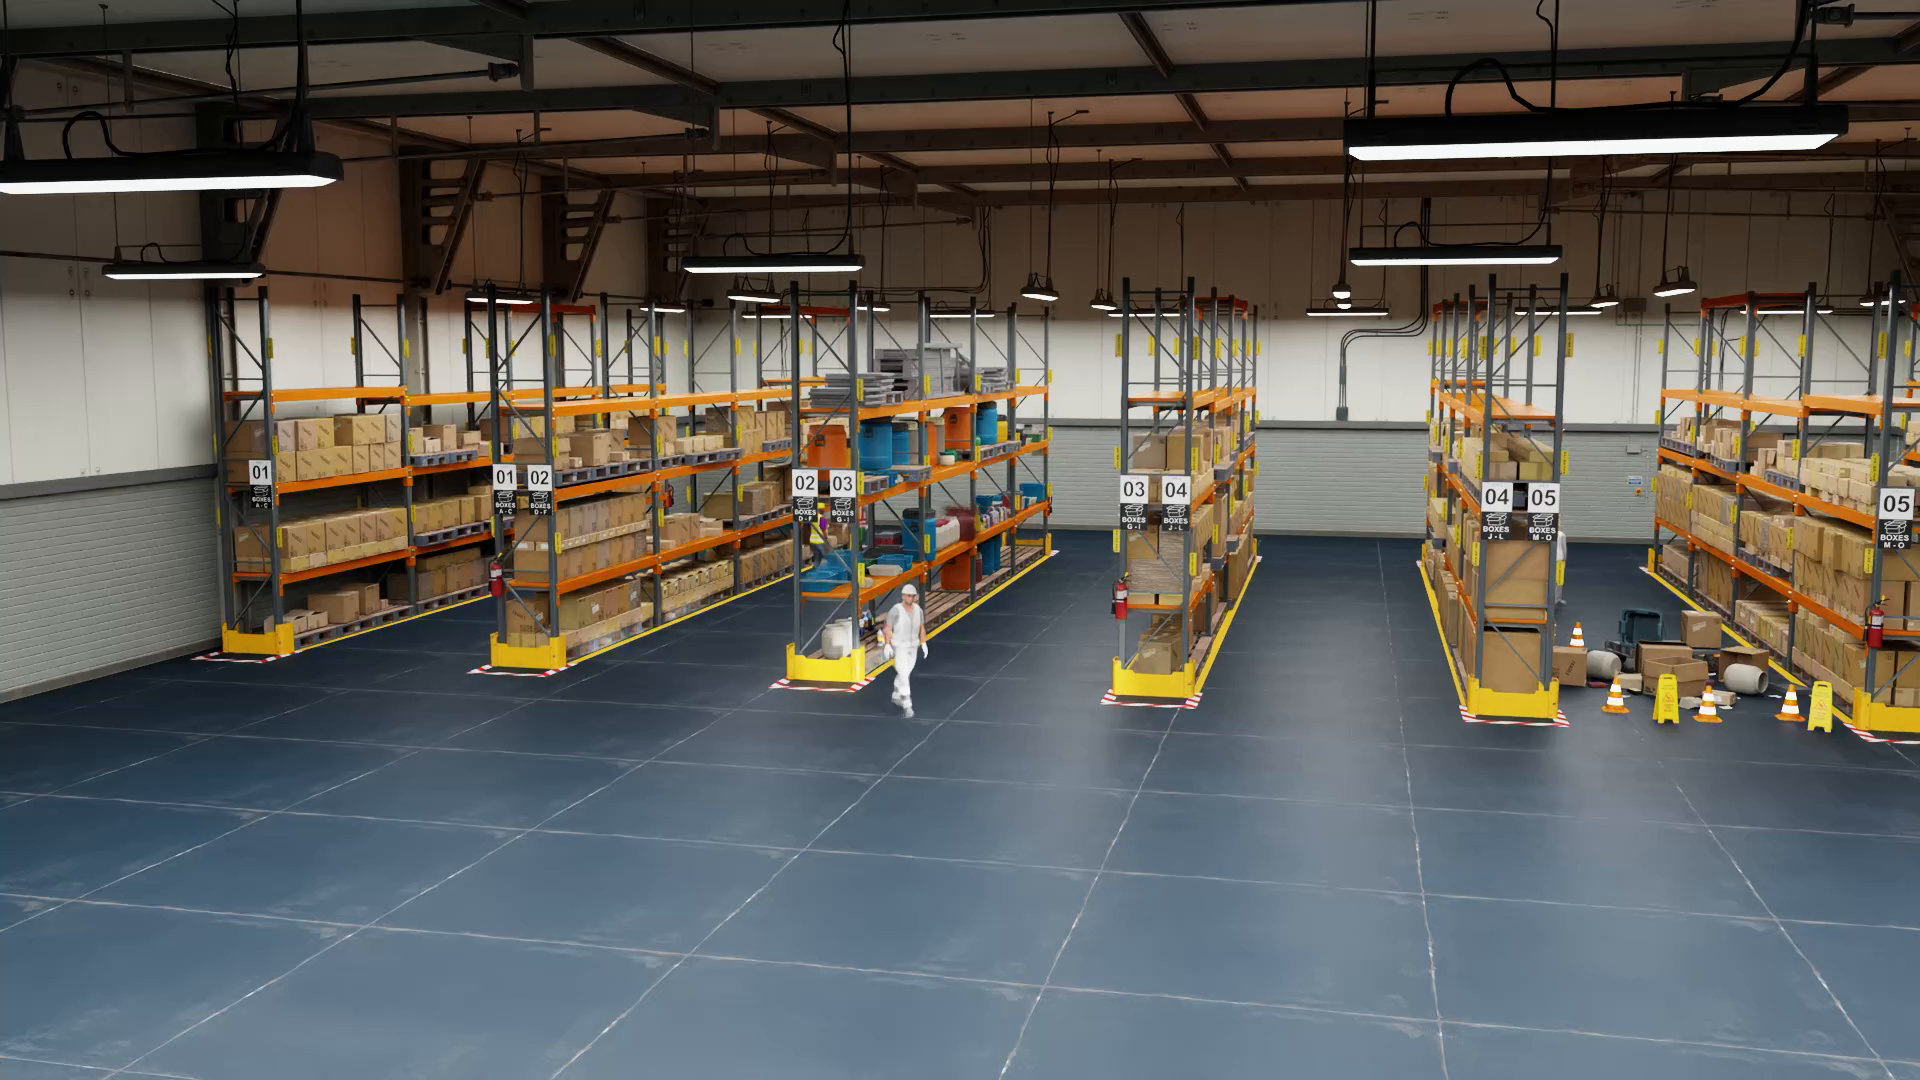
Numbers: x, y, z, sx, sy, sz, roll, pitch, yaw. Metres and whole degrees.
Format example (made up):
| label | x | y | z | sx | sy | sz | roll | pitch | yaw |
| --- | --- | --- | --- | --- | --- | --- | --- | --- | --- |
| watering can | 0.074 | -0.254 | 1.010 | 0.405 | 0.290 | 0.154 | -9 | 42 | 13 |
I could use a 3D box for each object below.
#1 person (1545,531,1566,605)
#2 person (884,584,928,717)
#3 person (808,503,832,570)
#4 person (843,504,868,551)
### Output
| label | x | y | z | sx | sy | sz | roll | pitch | yaw |
| --- | --- | --- | --- | --- | --- | --- | --- | --- | --- |
| person | 11.539 | 0.407 | 32.432 | 0.566 | 1.772 | 0.537 | 1 | 7 | 12 |
| person | -0.726 | 1.484 | 22.962 | 0.563 | 1.760 | 0.894 | -5 | 8 | -37 |
| person | -3.010 | 0.073 | 35.312 | 0.486 | 1.768 | 0.609 | -6 | 9 | -41 |
| person | -2.414 | -0.314 | 38.619 | 0.546 | 1.724 | 1.067 | 2 | 7 | 16 |
